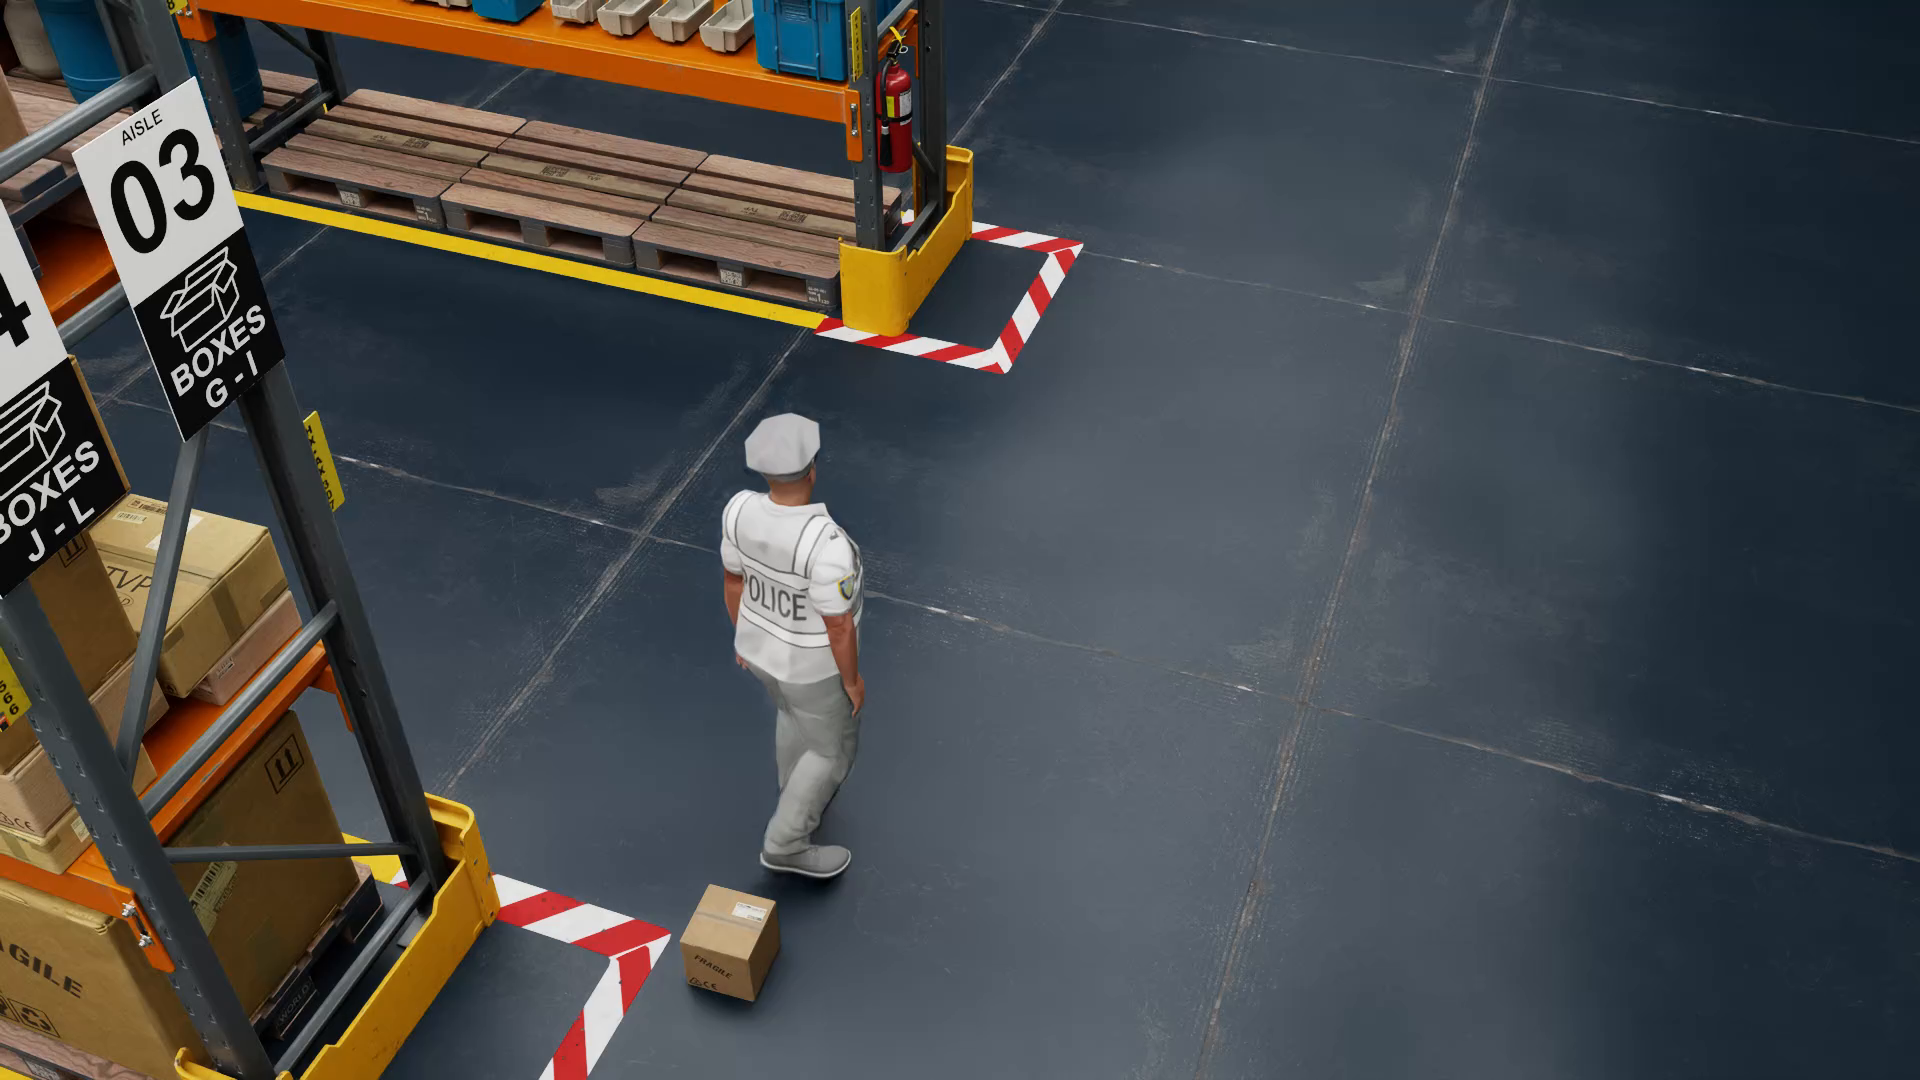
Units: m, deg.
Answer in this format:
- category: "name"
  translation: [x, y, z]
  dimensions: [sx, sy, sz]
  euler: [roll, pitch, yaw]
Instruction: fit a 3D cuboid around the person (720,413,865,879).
- category: "person"
  translation: [-0.588, 0.412, 5.679]
  dimensions: [0.595, 1.745, 0.580]
  euler: [28, 49, 29]
